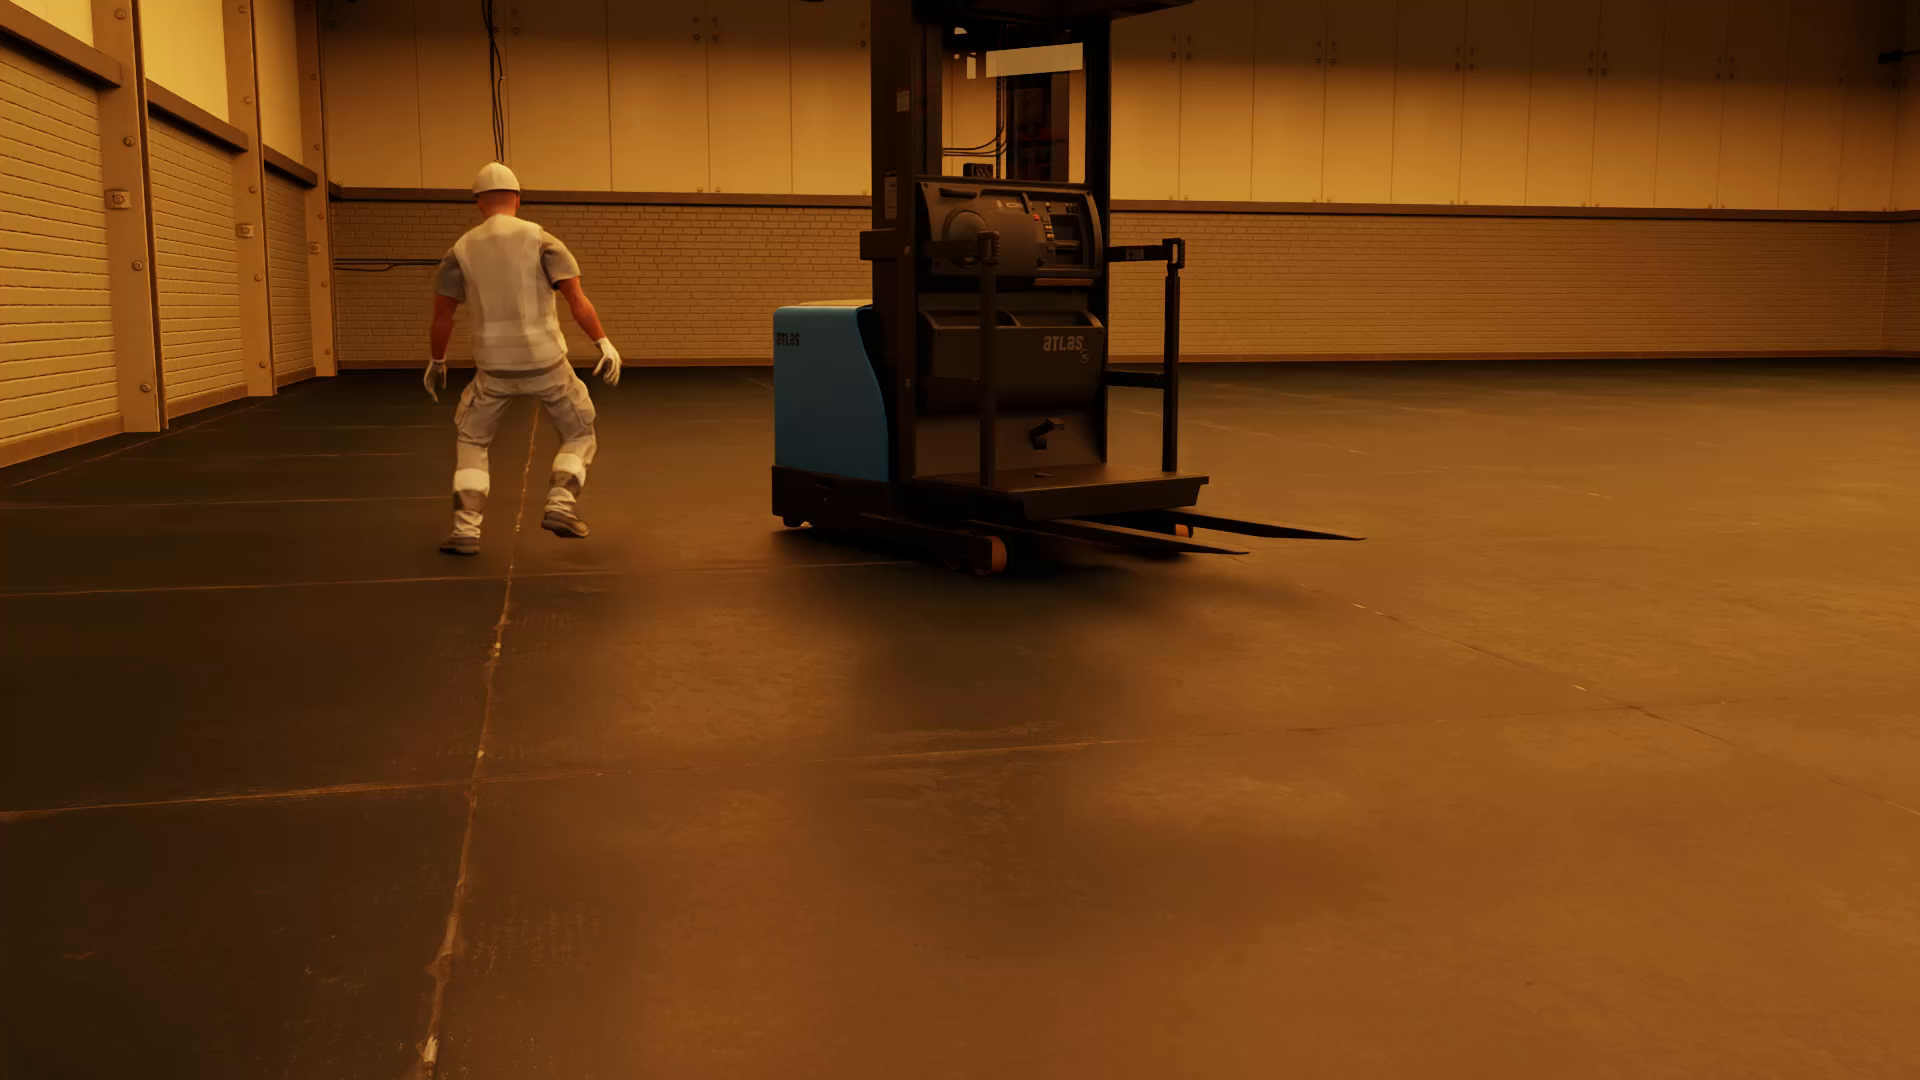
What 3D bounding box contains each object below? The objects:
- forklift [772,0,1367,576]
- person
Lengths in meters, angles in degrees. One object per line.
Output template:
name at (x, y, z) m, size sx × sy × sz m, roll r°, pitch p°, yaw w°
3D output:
forklift at (0.355, -1.383, 7.015) m, size 1.130 × 2.935 × 3.031 m, roll -6°, pitch 10°, yaw -35°
person at (-1.920, -0.796, 7.300) m, size 0.923 × 1.692 × 0.488 m, roll 1°, pitch 8°, yaw 5°
